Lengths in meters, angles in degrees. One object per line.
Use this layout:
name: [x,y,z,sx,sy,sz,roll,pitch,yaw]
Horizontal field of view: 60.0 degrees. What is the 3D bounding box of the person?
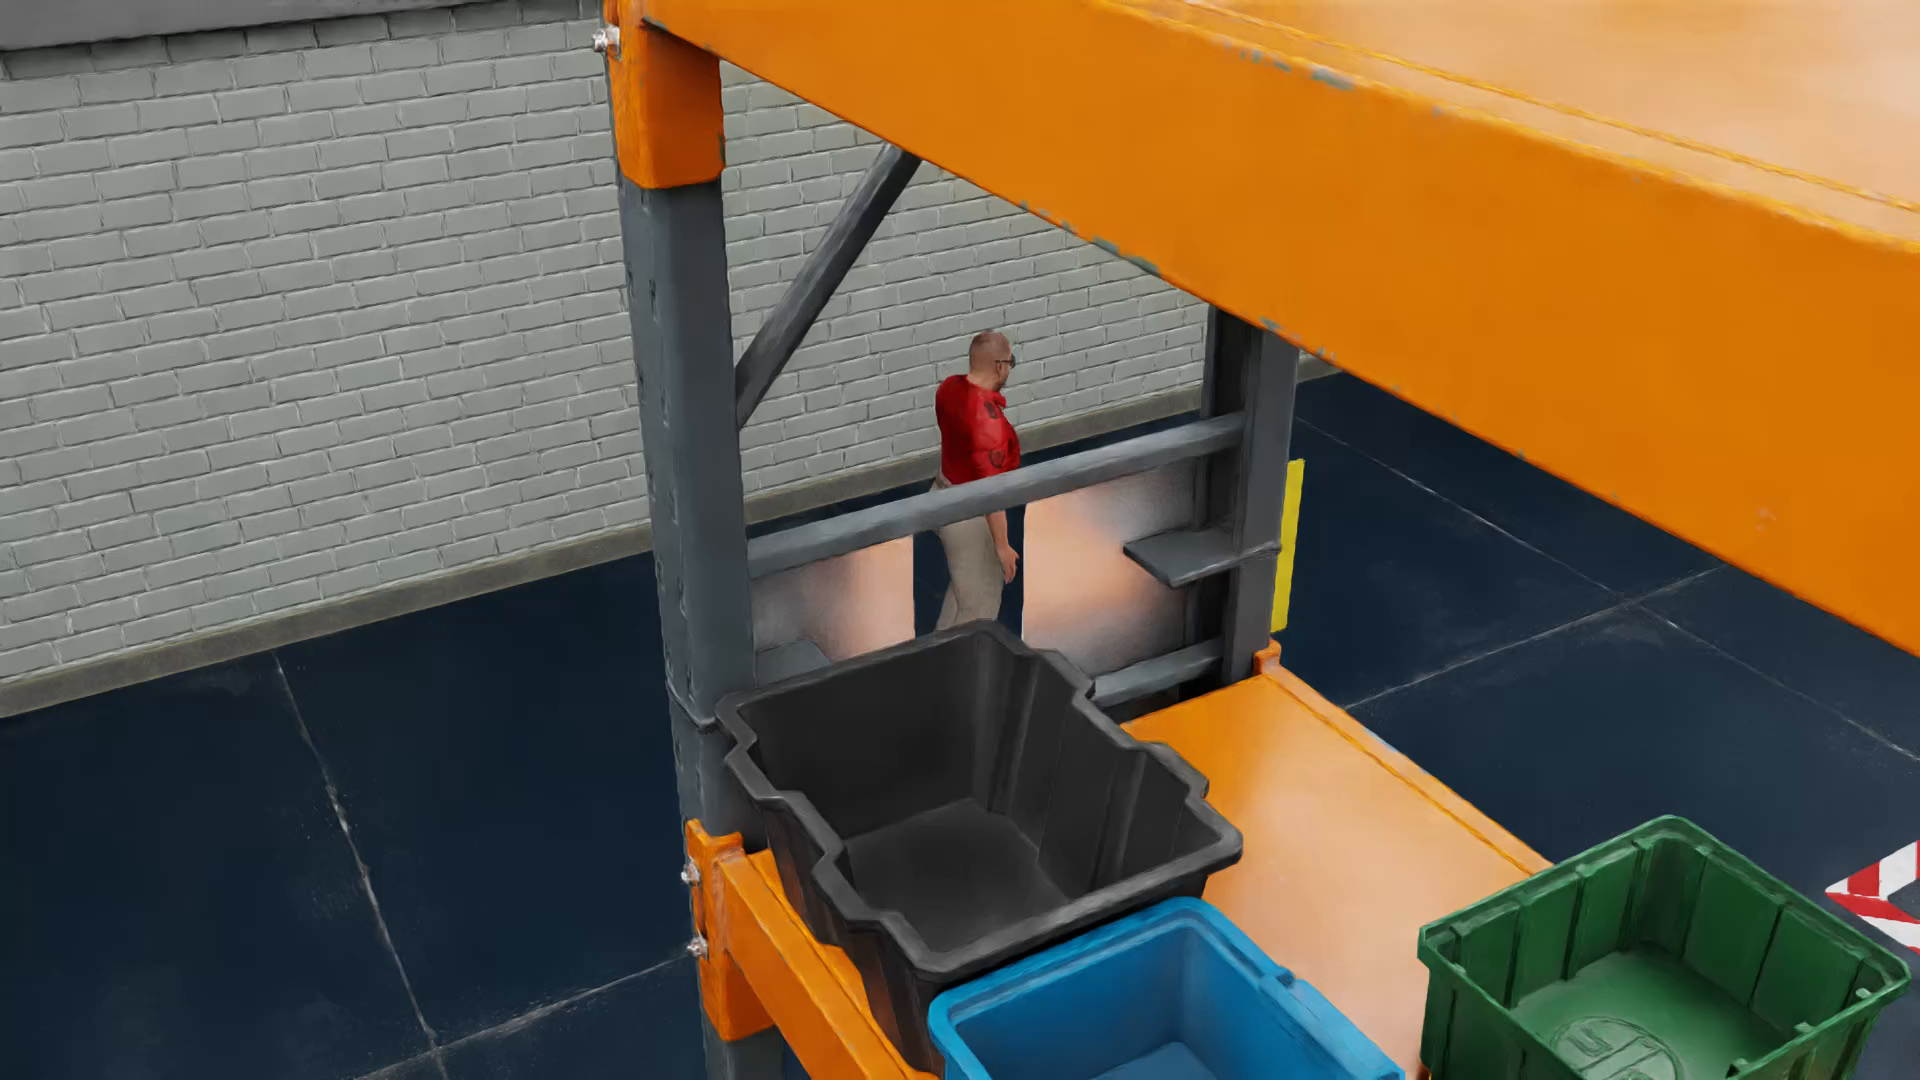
person: [0.061,-0.085,7.260,0.420,1.711,0.726,-13,31,-22]
